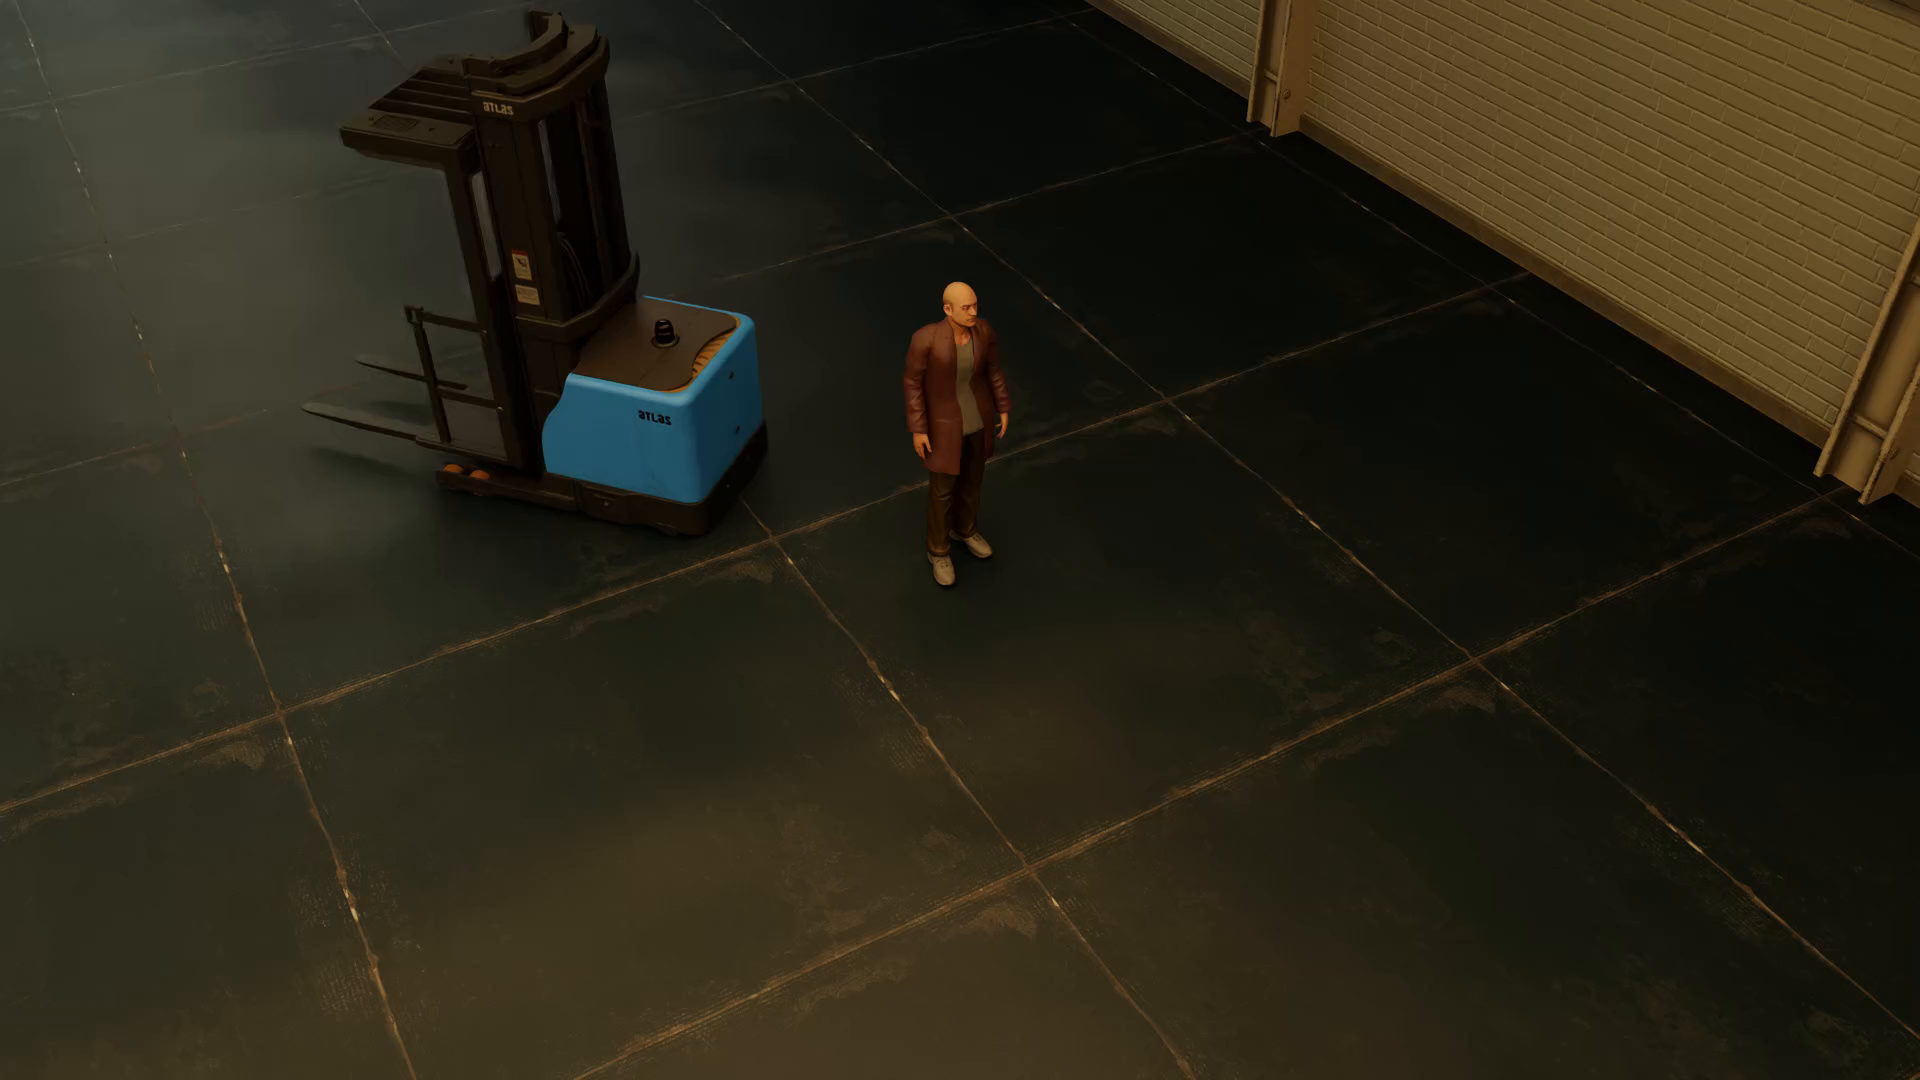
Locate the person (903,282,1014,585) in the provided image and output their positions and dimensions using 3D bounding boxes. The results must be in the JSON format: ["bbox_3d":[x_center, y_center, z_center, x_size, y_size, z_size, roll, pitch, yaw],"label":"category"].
[{"bbox_3d":[0.041,-0.638,9.698,0.694,1.776,0.582,-20,44,-23],"label":"person"}]

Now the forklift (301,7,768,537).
[{"bbox_3d":[-2.836,-1.716,10.105,3.031,2.935,1.130,12,41,15],"label":"forklift"}]
